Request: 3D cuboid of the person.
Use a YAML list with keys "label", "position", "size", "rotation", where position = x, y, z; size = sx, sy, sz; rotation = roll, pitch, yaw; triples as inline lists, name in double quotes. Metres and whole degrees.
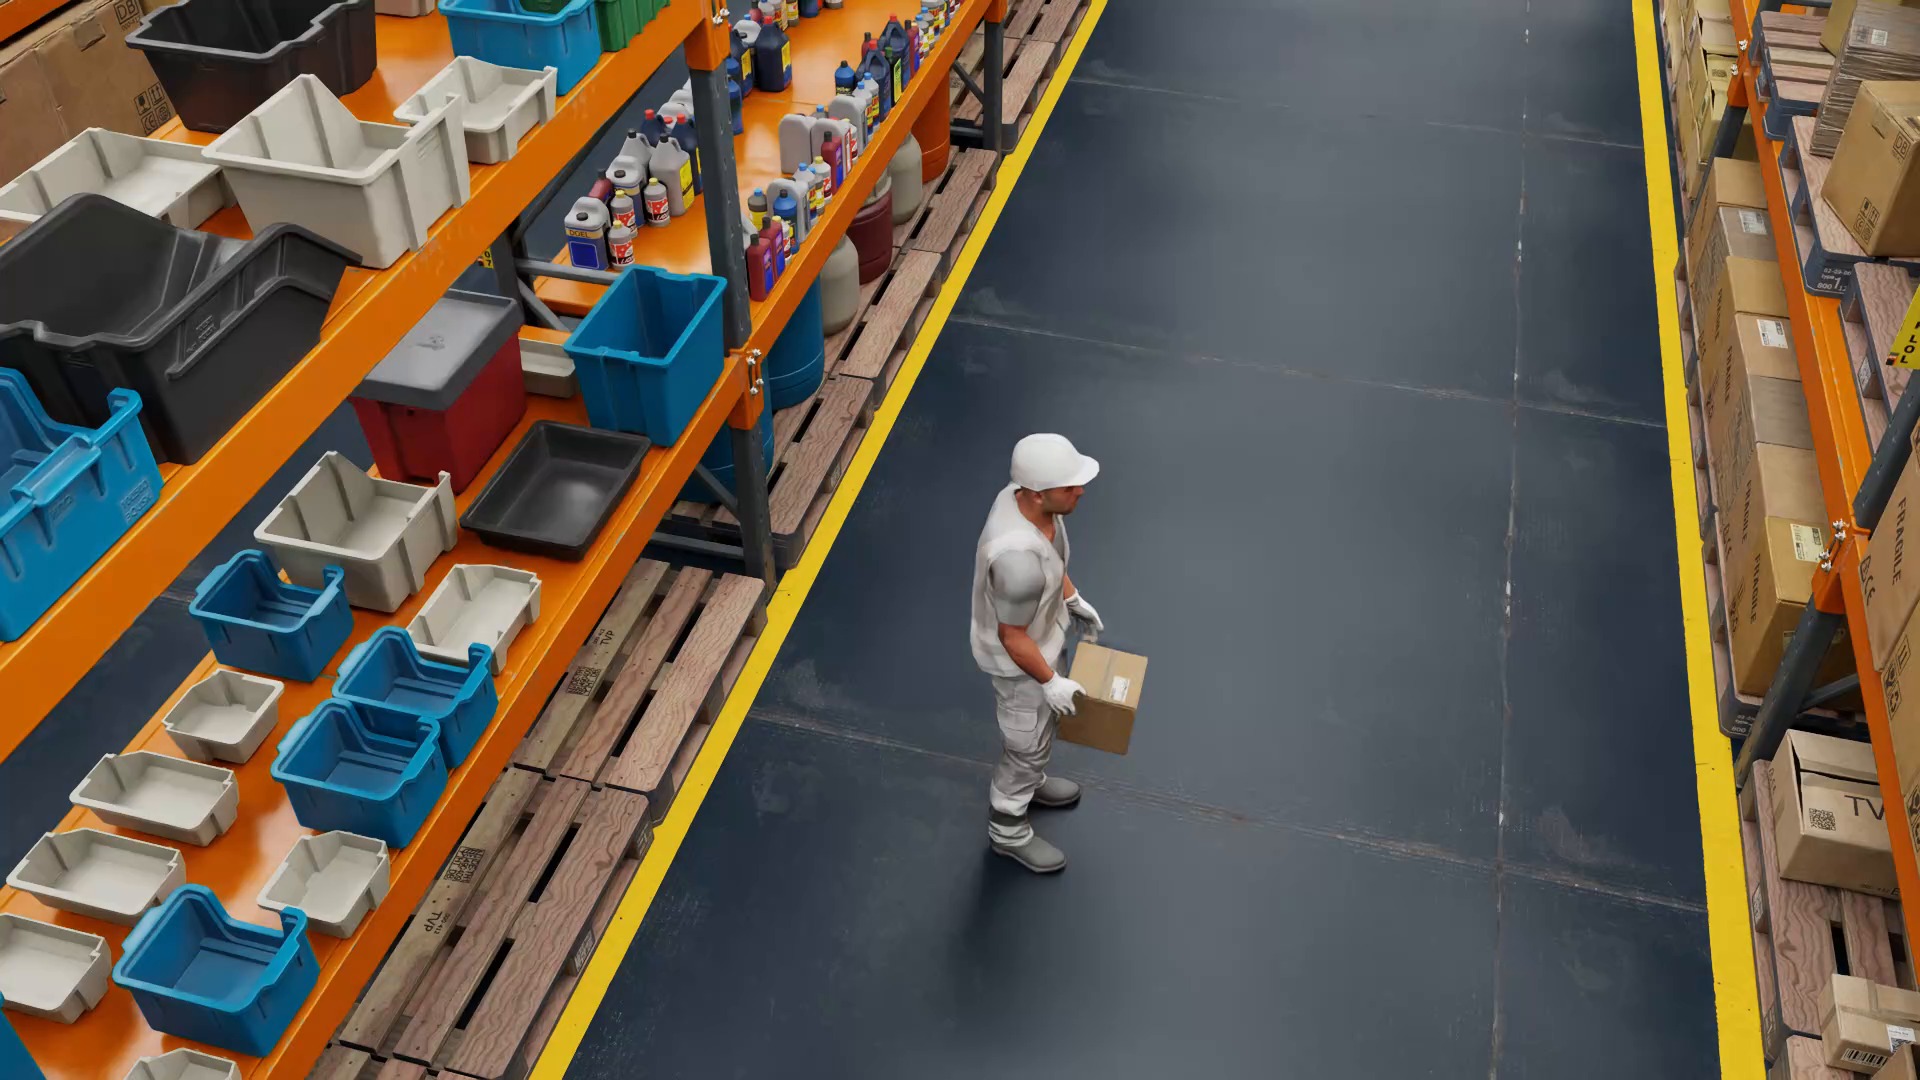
- label: "person"
  position: [0.257, 0.366, 5.713]
  size: [0.425, 1.789, 0.541]
  rotation: [9, 41, 10]
